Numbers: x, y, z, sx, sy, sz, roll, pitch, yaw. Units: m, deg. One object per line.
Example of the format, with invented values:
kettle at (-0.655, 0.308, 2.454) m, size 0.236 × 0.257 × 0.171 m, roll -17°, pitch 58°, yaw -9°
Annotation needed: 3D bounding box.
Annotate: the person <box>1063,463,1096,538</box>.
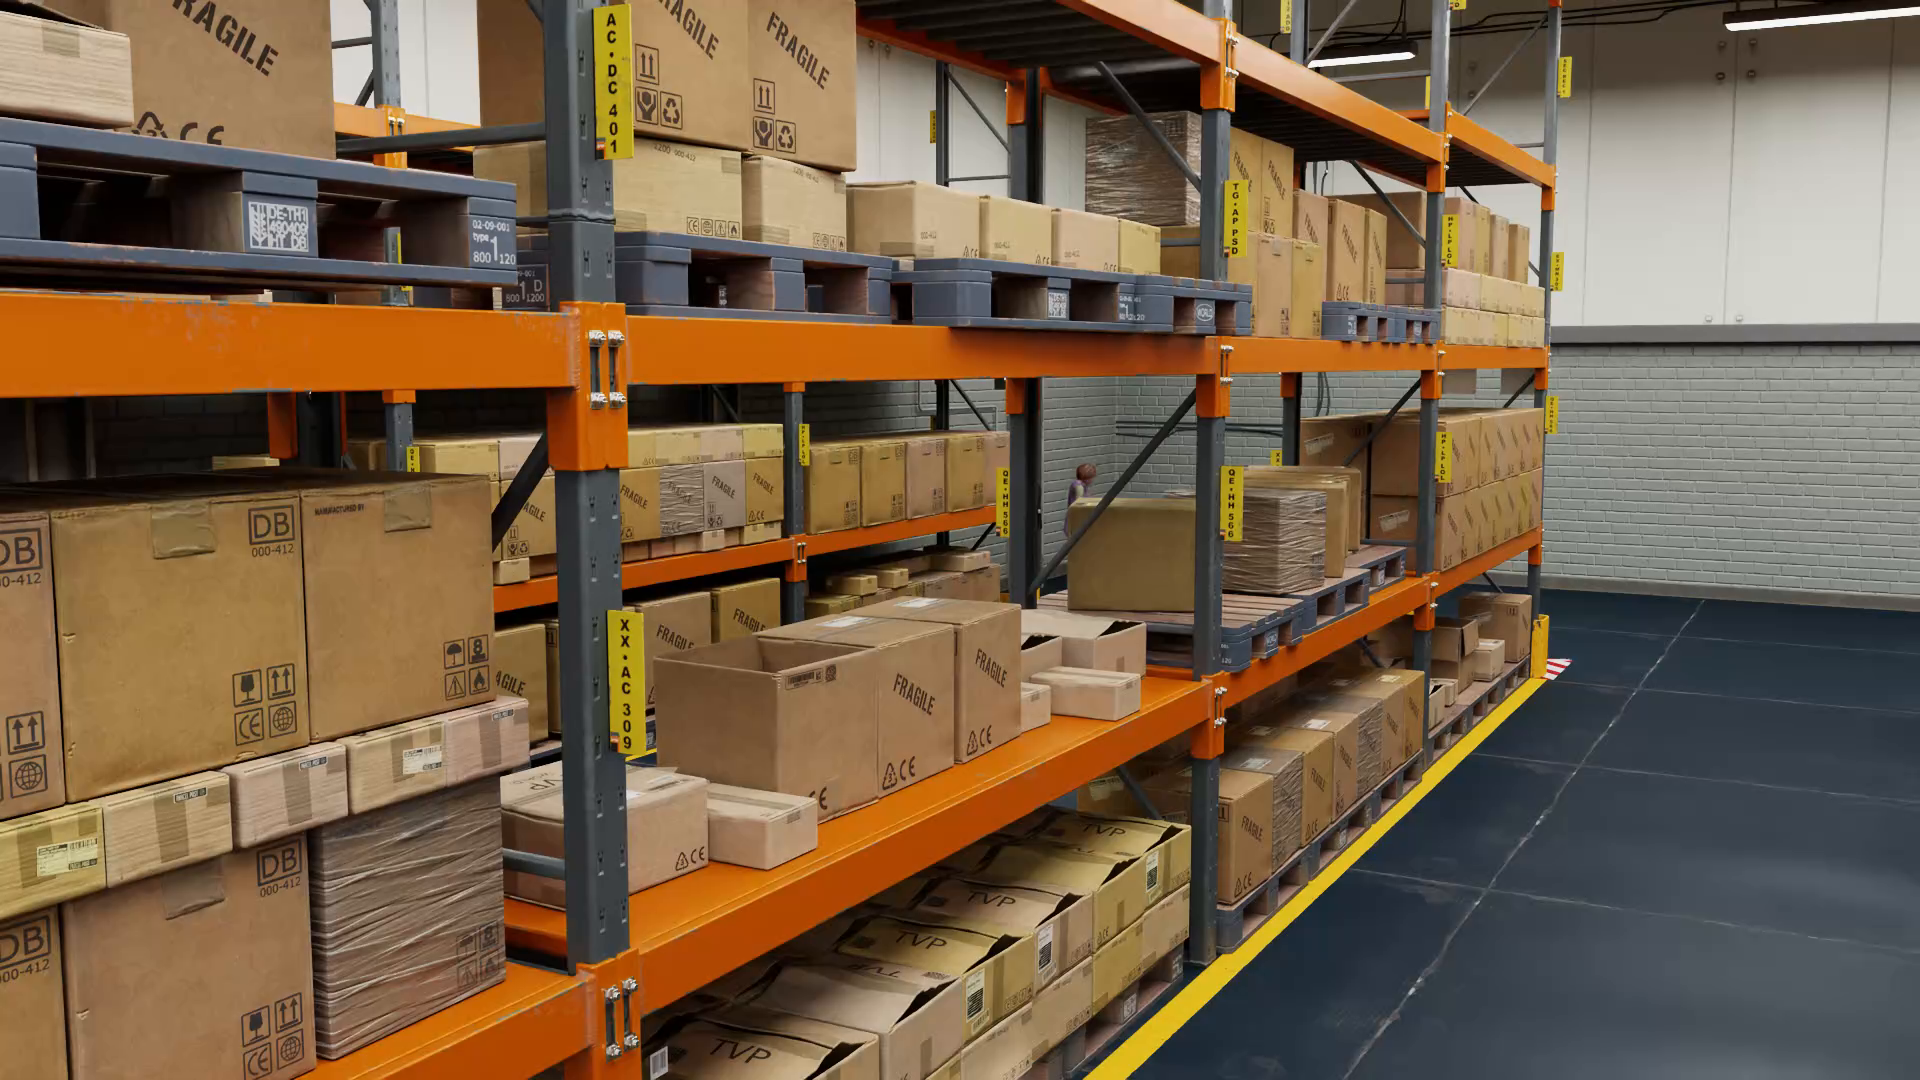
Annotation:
person at (1.344, -0.081, 18.683) m, size 0.367 × 1.568 × 0.423 m, roll 0°, pitch 6°, yaw 2°
